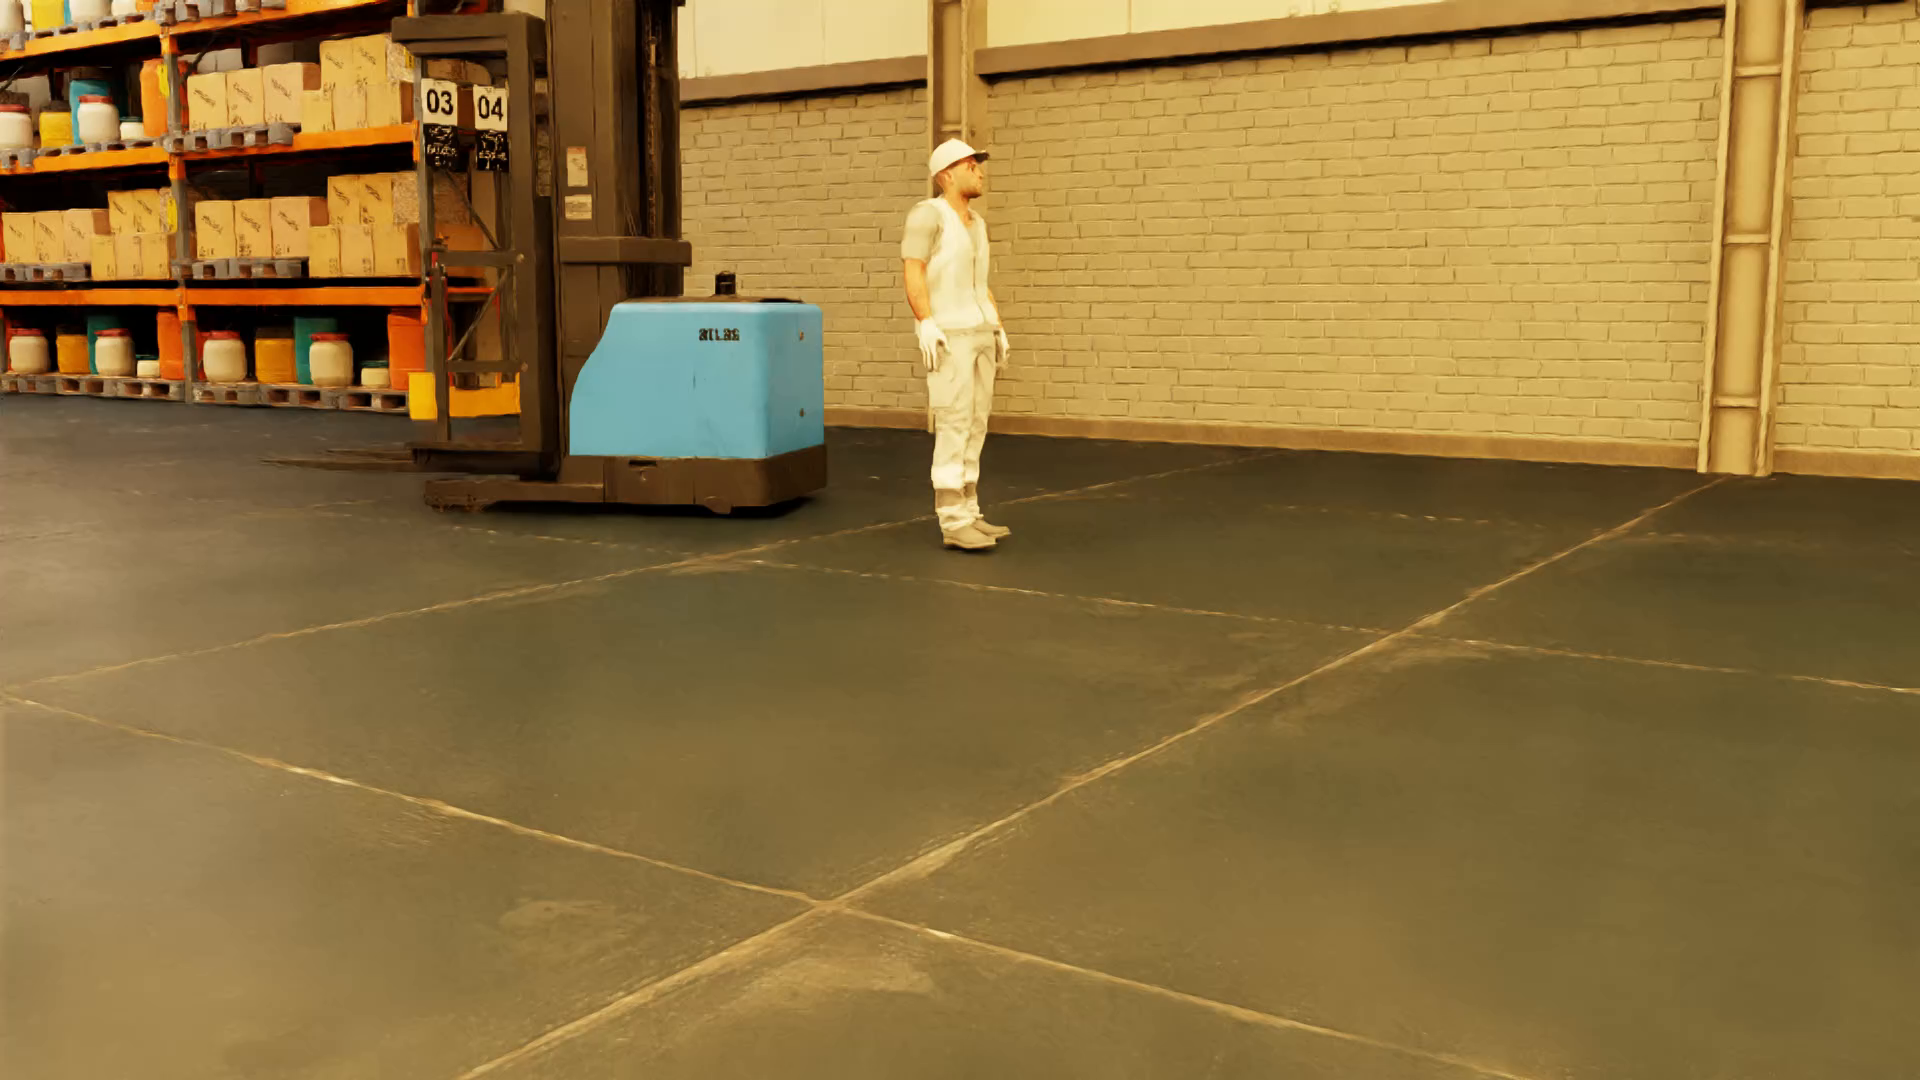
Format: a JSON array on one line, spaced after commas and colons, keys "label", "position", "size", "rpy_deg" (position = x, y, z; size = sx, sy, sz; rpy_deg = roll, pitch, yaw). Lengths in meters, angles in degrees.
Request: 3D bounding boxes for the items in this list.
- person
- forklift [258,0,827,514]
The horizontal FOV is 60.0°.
[{"label": "person", "position": [0.061, -0.885, 7.423], "size": [0.563, 1.787, 0.637], "rpy_deg": [5, 10, 34]}, {"label": "forklift", "position": [-2.307, -1.667, 8.916], "size": [3.031, 2.935, 1.130], "rpy_deg": [2, 8, 14]}]
